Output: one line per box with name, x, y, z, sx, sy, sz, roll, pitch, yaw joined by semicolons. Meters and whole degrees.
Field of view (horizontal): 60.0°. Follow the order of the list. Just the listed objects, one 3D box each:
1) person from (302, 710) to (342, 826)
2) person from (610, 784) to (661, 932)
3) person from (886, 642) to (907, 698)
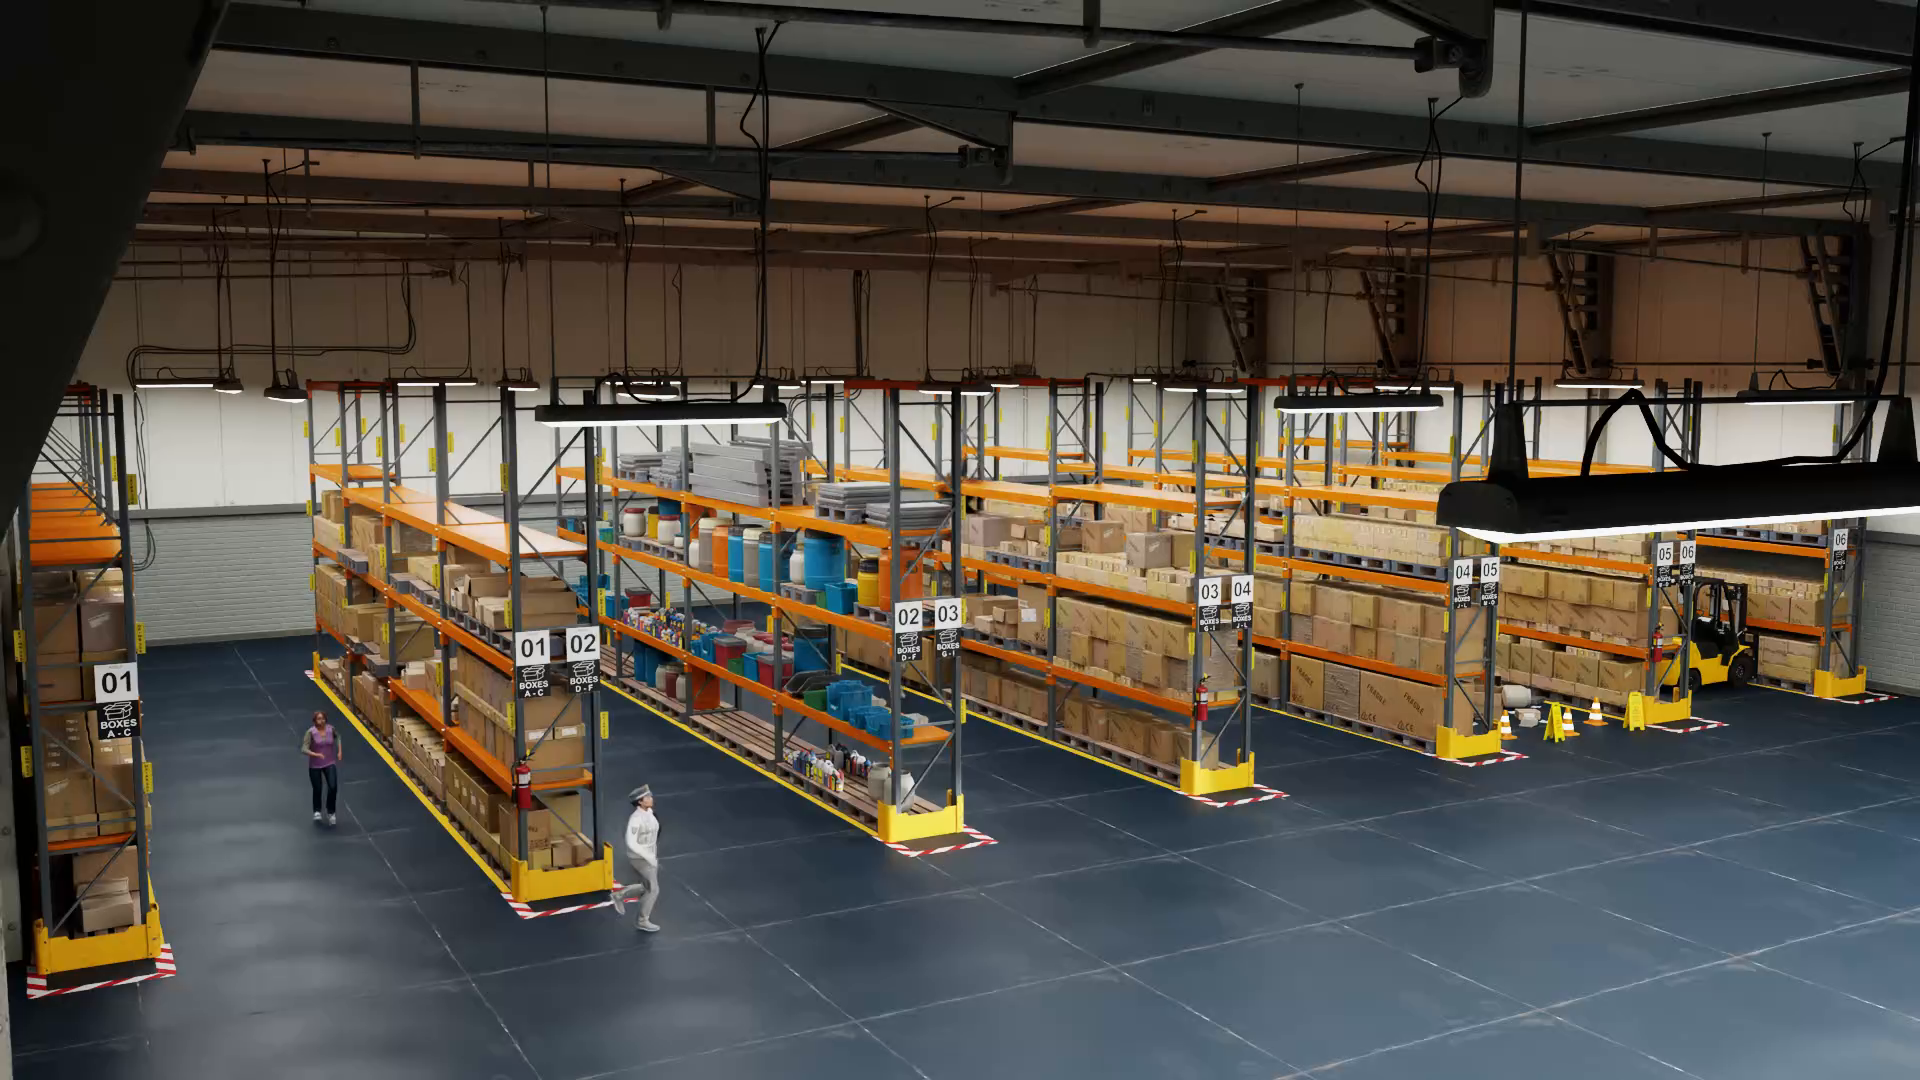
person;-8.721;3.125;22.787;0.560;1.626;0.682;-4;7;-33
person;-3.623;3.537;18.604;0.596;1.669;0.627;1;6;7
person;-1.146;1.949;30.344;0.630;1.788;0.743;-3;7;-24
